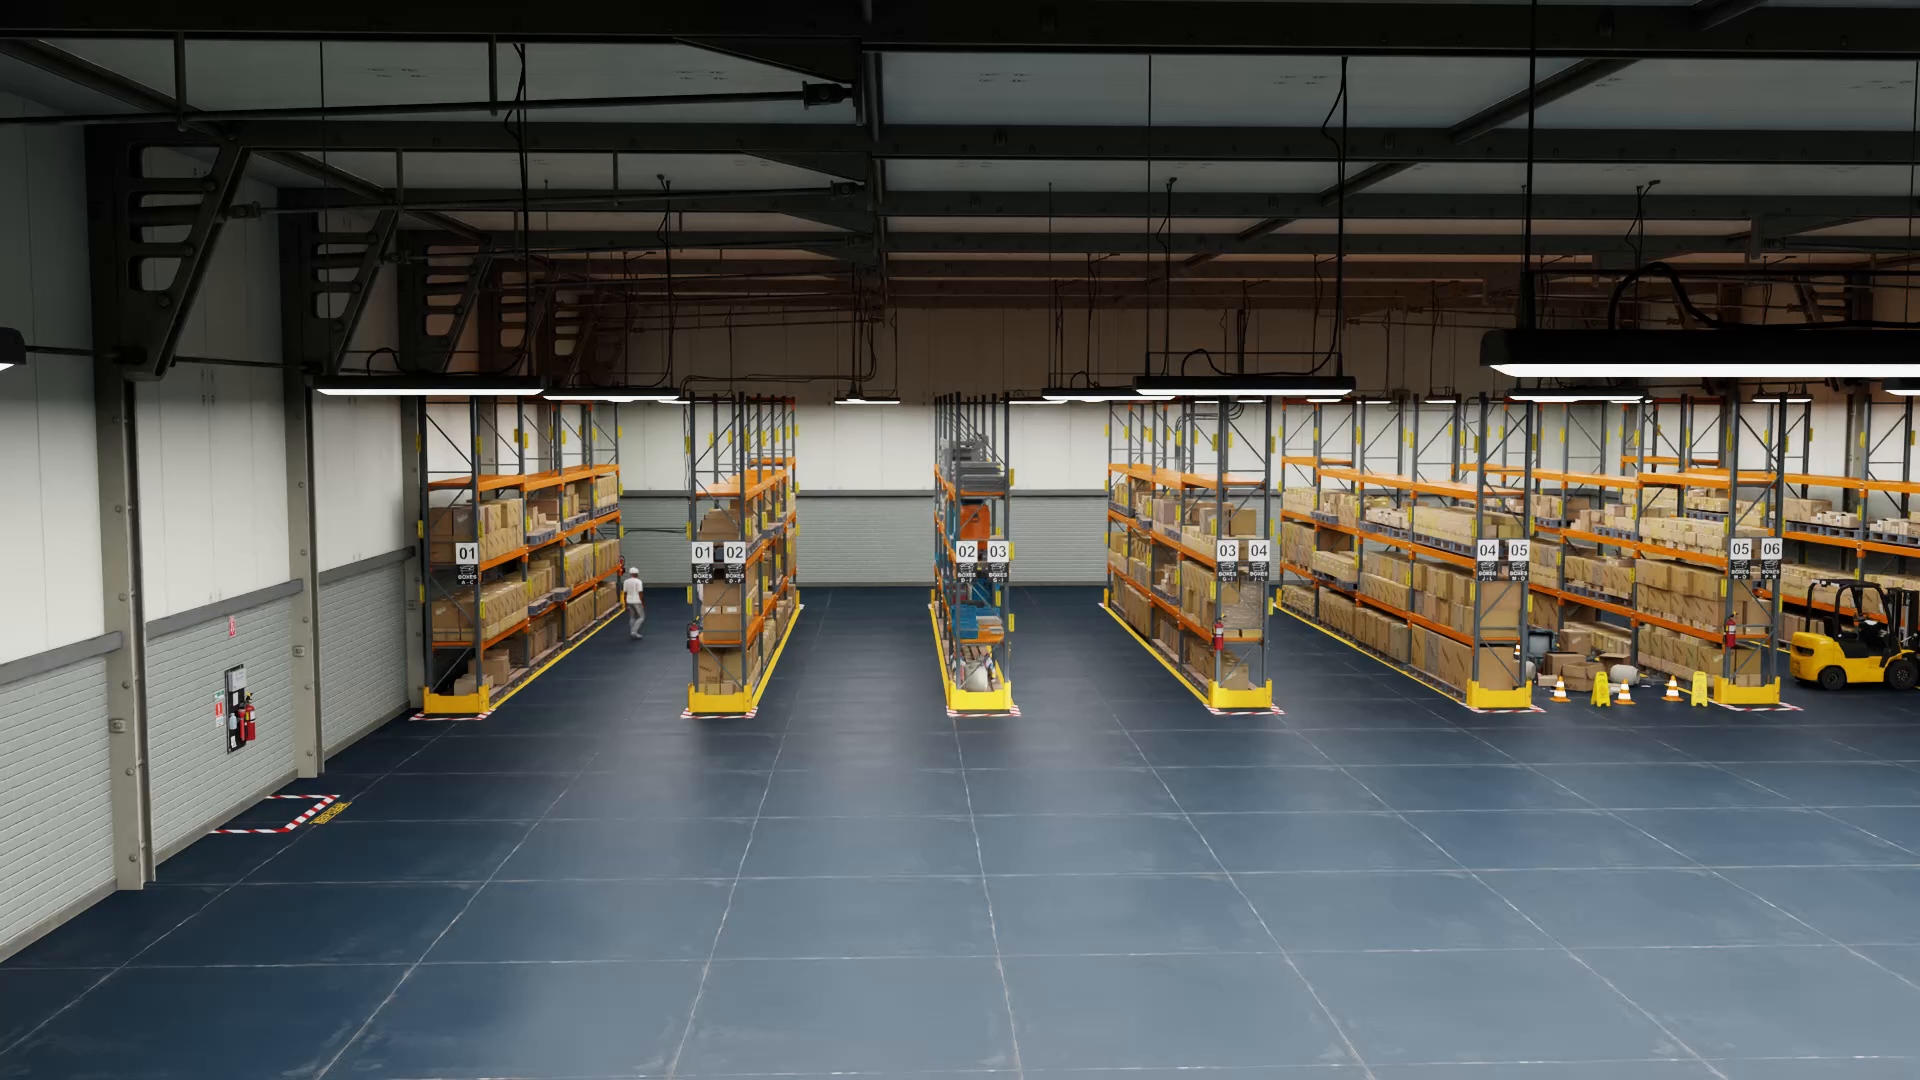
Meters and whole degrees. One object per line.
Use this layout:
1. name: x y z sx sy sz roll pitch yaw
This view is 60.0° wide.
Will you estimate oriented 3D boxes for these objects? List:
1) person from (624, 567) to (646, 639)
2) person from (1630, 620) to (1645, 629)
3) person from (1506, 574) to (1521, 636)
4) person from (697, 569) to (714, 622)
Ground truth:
1. person: -8.041 1.564 41.007 0.608 1.768 0.508 3 5 32
2. person: 17.554 1.490 42.984 0.443 1.611 0.392 -3 6 -34
3. person: 13.354 1.629 40.063 0.568 1.763 0.528 -2 5 -27
4. person: -6.667 1.346 43.633 0.633 1.778 0.588 2 5 21
